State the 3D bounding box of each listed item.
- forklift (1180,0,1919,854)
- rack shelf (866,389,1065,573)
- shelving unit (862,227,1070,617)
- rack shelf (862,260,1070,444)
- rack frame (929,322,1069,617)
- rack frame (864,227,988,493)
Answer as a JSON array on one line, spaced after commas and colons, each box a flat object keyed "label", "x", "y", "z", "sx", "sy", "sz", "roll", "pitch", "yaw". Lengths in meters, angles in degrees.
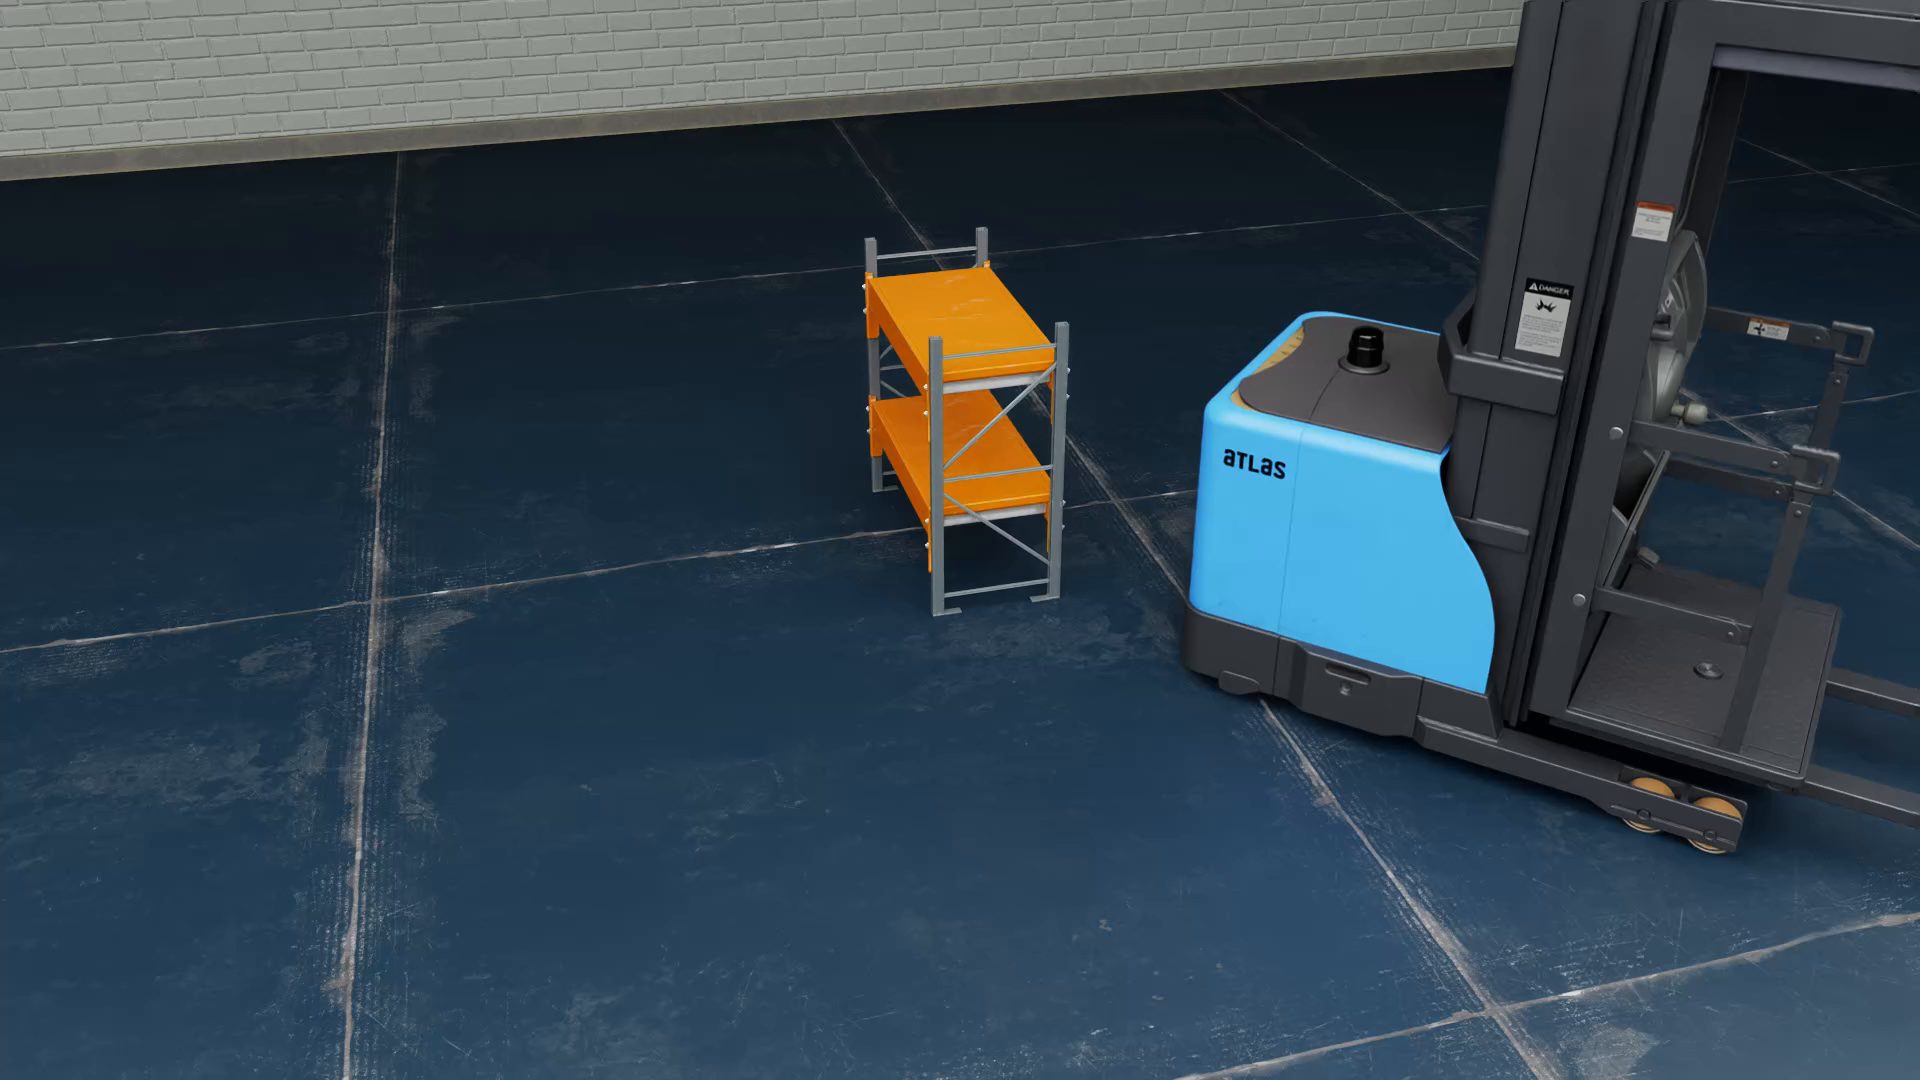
[{"label": "forklift", "x": 2.313, "y": -0.615, "z": 4.887, "sx": 3.031, "sy": 2.935, "sz": 1.130, "roll": 16, "pitch": 34, "yaw": 26}, {"label": "rack shelf", "x": 0.002, "y": -0.272, "z": 6.585, "sx": 0.538, "sy": 0.278, "sz": 1.000, "roll": -8, "pitch": 31, "yaw": -13}, {"label": "shelving unit", "x": 0.002, "y": -0.484, "z": 6.463, "sx": 0.538, "sy": 1.125, "sz": 1.048, "roll": -8, "pitch": 31, "yaw": -13}, {"label": "rack shelf", "x": 0.002, "y": -0.737, "z": 6.316, "sx": 0.538, "sy": 0.278, "sz": 1.000, "roll": -8, "pitch": 31, "yaw": -13}, {"label": "rack frame", "x": 0.137, "y": -0.238, "z": 6.038, "sx": 0.500, "sy": 1.125, "sz": 0.032, "roll": -8, "pitch": 31, "yaw": -13}, {"label": "rack frame", "x": -0.133, "y": -0.729, "z": 6.887, "sx": 0.500, "sy": 1.125, "sz": 0.032, "roll": -8, "pitch": 31, "yaw": -13}]
